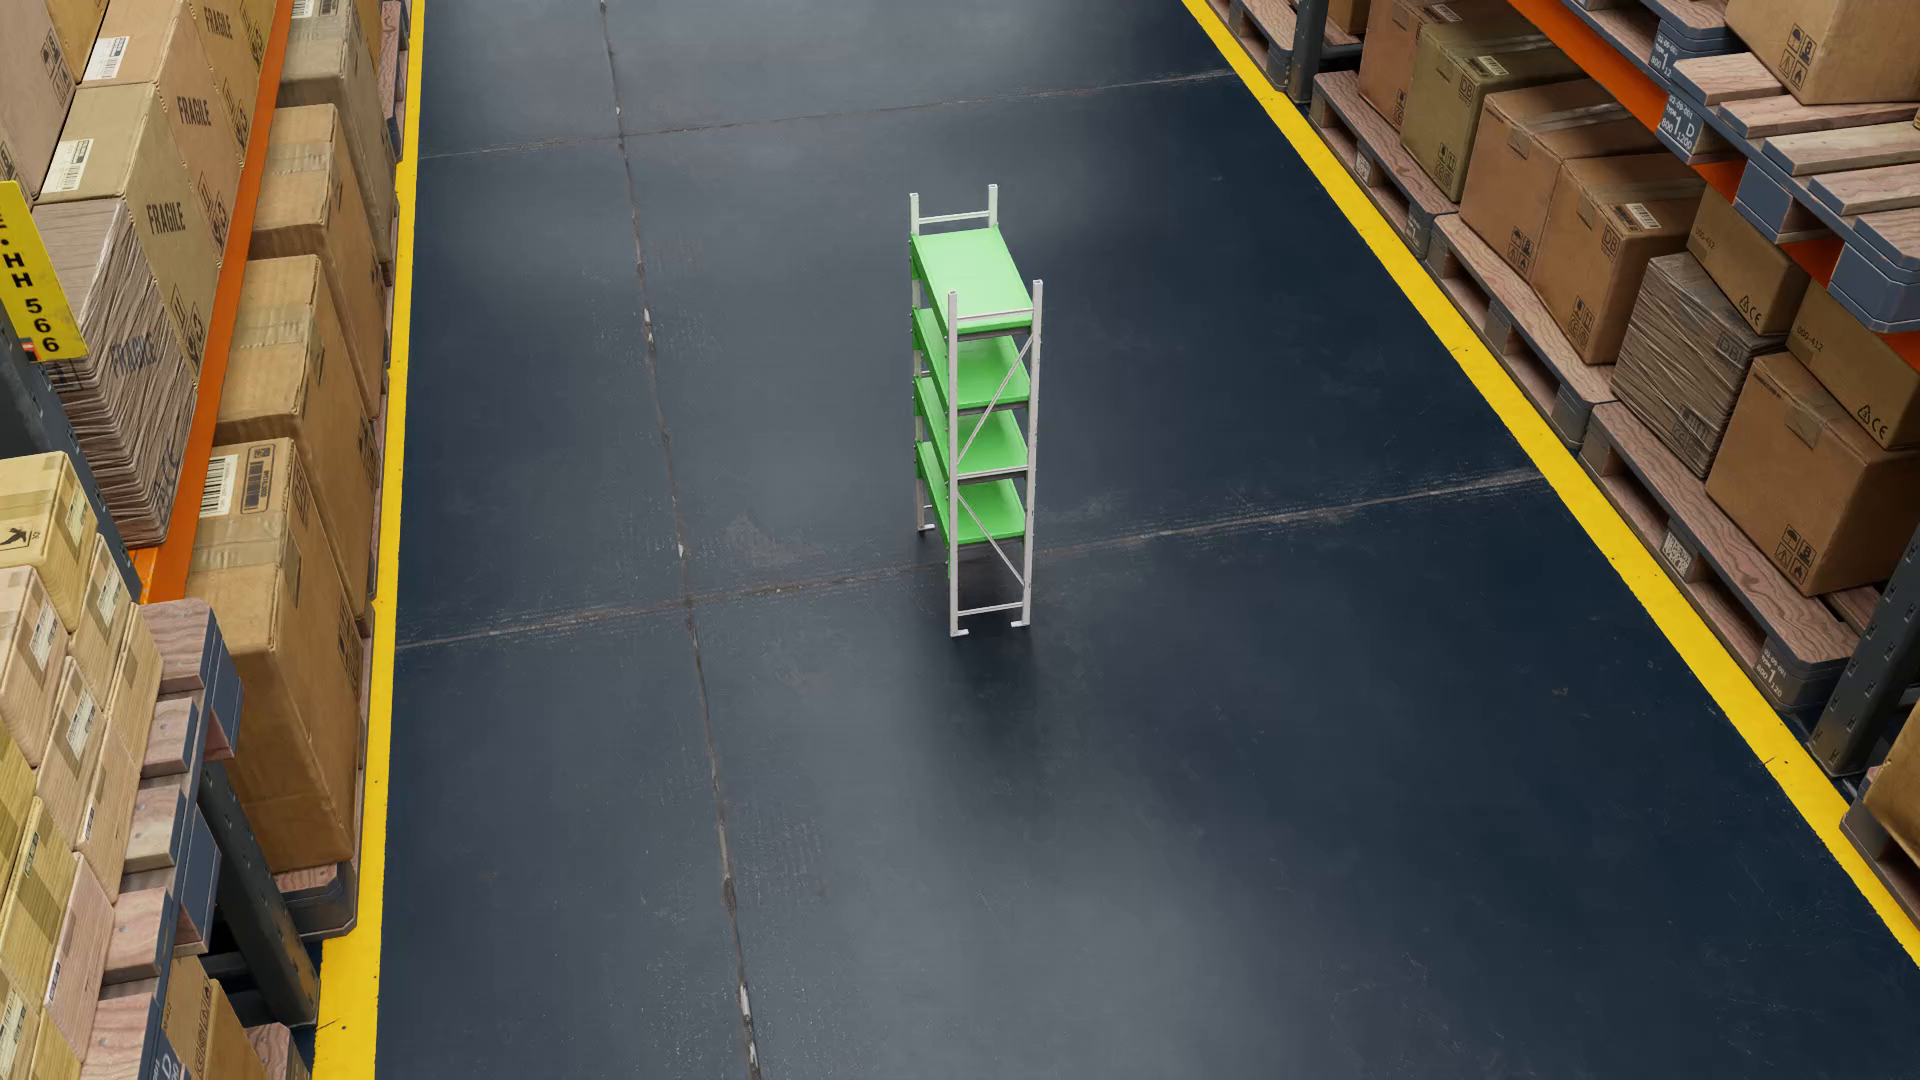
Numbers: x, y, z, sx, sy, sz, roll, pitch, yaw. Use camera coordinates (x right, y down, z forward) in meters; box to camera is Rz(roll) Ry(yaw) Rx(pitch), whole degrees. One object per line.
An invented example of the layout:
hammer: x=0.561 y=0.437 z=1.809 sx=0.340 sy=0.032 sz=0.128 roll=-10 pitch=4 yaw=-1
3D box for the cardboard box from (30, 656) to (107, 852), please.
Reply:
cardboard box: x=-1.416 y=0.318 z=2.281 sx=0.380 sy=0.149 sz=0.250 roll=-7 pitch=42 yaw=-8

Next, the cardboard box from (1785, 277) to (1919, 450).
cardboard box: x=2.664 y=-0.521 z=4.564 sx=0.500 sy=0.250 sz=0.500 roll=-7 pitch=42 yaw=-8

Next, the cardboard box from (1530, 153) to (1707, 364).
cardboard box: x=2.413 y=-0.966 z=5.630 sx=0.700 sy=0.500 sz=0.500 roll=-5 pitch=42 yaw=-6

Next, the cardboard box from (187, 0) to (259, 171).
cardboard box: x=-2.186 y=-1.282 z=4.359 sx=0.500 sy=0.500 sz=0.500 roll=-9 pitch=42 yaw=-10

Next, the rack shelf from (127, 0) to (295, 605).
rack shelf: x=-2.458 y=-0.963 z=4.617 sx=1.077 sy=0.370 sz=4.000 roll=-8 pitch=42 yaw=-9

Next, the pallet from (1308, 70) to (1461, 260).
pallet: x=2.144 y=-1.626 z=6.923 sx=1.003 sy=0.211 sz=1.213 roll=-8 pitch=42 yaw=-9

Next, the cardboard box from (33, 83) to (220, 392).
cardboard box: x=-1.972 y=-0.632 z=3.627 sx=0.500 sy=0.500 sz=0.500 roll=-9 pitch=42 yaw=-10

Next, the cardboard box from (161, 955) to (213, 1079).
cardboard box: x=-1.623 y=0.968 z=2.902 sx=0.500 sy=0.250 sz=0.500 roll=-9 pitch=42 yaw=-10

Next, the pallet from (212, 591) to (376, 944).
pallet: x=-2.123 y=0.585 z=4.431 sx=1.003 sy=0.211 sz=1.213 roll=-8 pitch=42 yaw=-9

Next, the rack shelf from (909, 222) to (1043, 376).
rack shelf: x=0.036 y=-0.653 z=4.455 sx=0.258 sy=0.148 sz=0.480 roll=-8 pitch=42 yaw=-9

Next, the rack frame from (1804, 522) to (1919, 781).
rack frame: x=2.838 y=-0.581 z=3.645 sx=1.000 sy=3.000 sz=0.127 roll=-8 pitch=42 yaw=-9

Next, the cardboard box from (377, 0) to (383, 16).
cardboard box: x=-3.156 y=-2.892 z=7.533 sx=0.875 sy=0.875 sz=0.875 roll=-8 pitch=42 yaw=-9

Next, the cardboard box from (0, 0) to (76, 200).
cardboard box: x=-2.224 y=-0.967 z=3.251 sx=0.700 sy=0.500 sz=0.500 roll=-9 pitch=42 yaw=-10

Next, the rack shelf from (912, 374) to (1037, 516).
rack shelf: x=0.036 y=-0.294 z=4.773 sx=0.258 sy=0.148 sz=0.480 roll=-8 pitch=42 yaw=-9

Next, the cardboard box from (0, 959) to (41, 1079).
cardboard box: x=-1.303 y=0.650 z=1.907 sx=0.380 sy=0.149 sz=0.250 roll=-8 pitch=42 yaw=-9

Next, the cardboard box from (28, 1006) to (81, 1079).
cardboard box: x=-1.313 y=0.745 z=2.024 sx=0.380 sy=0.149 sz=0.250 roll=-9 pitch=42 yaw=-10

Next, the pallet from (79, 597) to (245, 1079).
pallet: x=-1.769 y=0.583 z=2.478 sx=1.213 sy=0.211 sz=1.003 roll=-8 pitch=42 yaw=-9

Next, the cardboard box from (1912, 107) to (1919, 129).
cardboard box: x=2.683 y=-1.120 z=3.860 sx=0.500 sy=0.500 sz=0.500 roll=-13 pitch=43 yaw=-15

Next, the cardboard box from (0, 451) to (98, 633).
cardboard box: x=-1.473 y=0.031 z=2.380 sx=0.380 sy=0.149 sz=0.250 roll=-10 pitch=43 yaw=-11

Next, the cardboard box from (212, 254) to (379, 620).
cardboard box: x=-2.262 y=-0.225 z=4.622 sx=1.050 sy=0.750 sz=0.750 roll=-8 pitch=42 yaw=-9

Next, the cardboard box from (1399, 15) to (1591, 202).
cardboard box: x=2.171 y=-1.690 z=6.446 sx=0.700 sy=0.500 sz=0.500 roll=-9 pitch=42 yaw=-10

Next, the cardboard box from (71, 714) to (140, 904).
cardboard box: x=-1.420 y=0.416 z=2.394 sx=0.380 sy=0.149 sz=0.250 roll=-8 pitch=42 yaw=-9

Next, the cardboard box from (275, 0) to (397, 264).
cardboard box: x=-2.668 y=-1.455 z=6.007 sx=1.050 sy=0.750 sz=0.750 roll=-9 pitch=42 yaw=-10

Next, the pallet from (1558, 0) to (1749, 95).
pallet: x=2.371 y=-1.786 z=5.147 sx=1.003 sy=0.211 sz=1.213 roll=-8 pitch=42 yaw=-9

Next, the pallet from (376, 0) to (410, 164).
pallet: x=-2.978 y=-1.990 z=7.332 sx=1.003 sy=0.211 sz=1.213 roll=-8 pitch=42 yaw=-9

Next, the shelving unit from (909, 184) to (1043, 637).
shelving unit: x=0.036 y=-0.341 z=4.731 sx=0.258 sy=1.200 sz=0.503 roll=-8 pitch=42 yaw=-9

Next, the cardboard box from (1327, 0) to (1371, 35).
cardboard box: x=1.928 y=-2.661 z=7.555 sx=0.500 sy=0.500 sz=0.500 roll=-10 pitch=42 yaw=-11

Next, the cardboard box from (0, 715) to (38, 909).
cardboard box: x=-1.365 y=0.364 z=2.005 sx=0.380 sy=0.149 sz=0.250 roll=-7 pitch=42 yaw=-8

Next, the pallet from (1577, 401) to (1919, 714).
pallet: x=2.671 y=-0.045 z=5.141 sx=1.003 sy=0.211 sz=1.213 roll=-8 pitch=42 yaw=-9

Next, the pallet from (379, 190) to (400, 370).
pallet: x=-2.650 y=-0.996 z=6.213 sx=1.003 sy=0.211 sz=1.213 roll=-8 pitch=42 yaw=-9

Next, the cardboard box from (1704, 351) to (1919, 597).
cardboard box: x=2.674 y=-0.242 z=4.815 sx=0.700 sy=0.500 sz=0.500 roll=-10 pitch=43 yaw=-12

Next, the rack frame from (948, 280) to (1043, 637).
rack frame: x=0.088 y=-0.183 z=4.553 sx=0.240 sy=1.200 sz=0.015 roll=-8 pitch=42 yaw=-9

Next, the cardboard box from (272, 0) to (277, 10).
cardboard box: x=-2.407 y=-1.938 z=5.099 sx=0.500 sy=0.500 sz=0.500 roll=-9 pitch=42 yaw=-10
